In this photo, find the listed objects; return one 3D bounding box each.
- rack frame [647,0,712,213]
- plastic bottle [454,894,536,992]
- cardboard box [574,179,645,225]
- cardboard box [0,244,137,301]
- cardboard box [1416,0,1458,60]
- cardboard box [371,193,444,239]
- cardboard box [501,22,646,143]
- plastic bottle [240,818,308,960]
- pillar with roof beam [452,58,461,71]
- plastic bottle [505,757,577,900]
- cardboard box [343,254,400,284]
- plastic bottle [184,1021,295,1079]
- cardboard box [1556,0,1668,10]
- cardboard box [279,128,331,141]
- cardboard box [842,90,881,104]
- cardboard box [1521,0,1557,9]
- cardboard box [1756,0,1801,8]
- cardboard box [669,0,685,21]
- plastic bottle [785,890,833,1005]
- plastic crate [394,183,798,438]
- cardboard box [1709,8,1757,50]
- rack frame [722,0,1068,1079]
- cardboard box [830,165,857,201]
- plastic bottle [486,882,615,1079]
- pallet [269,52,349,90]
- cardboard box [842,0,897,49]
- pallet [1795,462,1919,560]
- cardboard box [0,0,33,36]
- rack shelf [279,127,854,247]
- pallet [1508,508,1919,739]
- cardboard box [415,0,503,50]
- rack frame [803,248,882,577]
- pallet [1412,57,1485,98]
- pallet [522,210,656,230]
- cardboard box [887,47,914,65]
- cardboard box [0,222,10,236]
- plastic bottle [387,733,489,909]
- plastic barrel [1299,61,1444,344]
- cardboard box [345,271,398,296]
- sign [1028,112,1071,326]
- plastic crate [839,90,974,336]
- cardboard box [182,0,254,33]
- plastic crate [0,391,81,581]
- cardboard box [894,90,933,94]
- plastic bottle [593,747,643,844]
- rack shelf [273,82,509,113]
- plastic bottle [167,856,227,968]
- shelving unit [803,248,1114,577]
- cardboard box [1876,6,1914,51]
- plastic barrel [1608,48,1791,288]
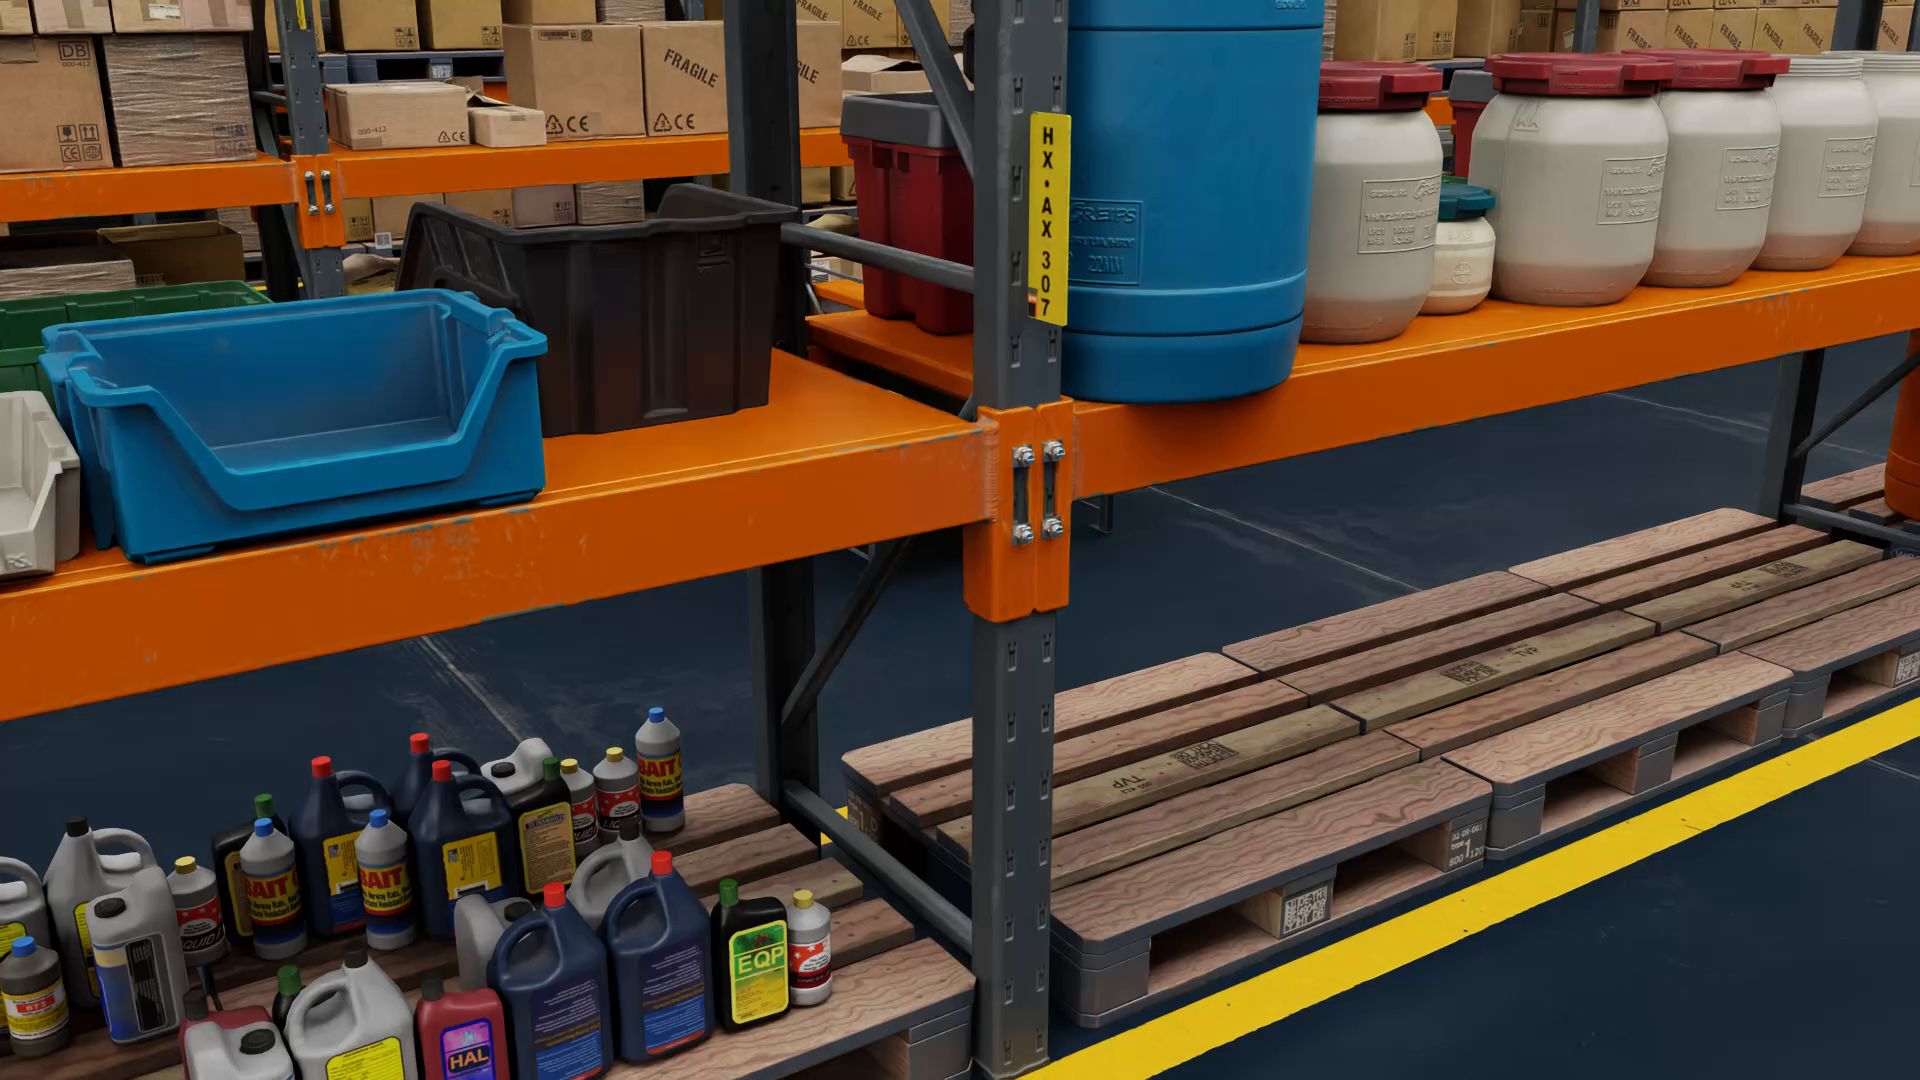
[{"bbox_3d":[-2.261,-3.879,13.034,0.127,3.000,1.000,-12,22,-31],"label":"rack frame"},{"bbox_3d":[-0.795,0.747,2.918,0.135,0.276,0.152,-12,22,-31],"label":"plastic bottle"},{"bbox_3d":[-2.834,-2.762,12.948,0.500,0.500,0.700,-12,22,-31],"label":"cardboard box"},{"bbox_3d":[-3.565,-0.876,6.620,0.500,0.500,0.500,-12,22,-31],"label":"cardboard box"},{"bbox_3d":[2.749,-3.344,10.639,0.500,0.500,0.700,-8,20,-23],"label":"cardboard box"},{"bbox_3d":[-4.144,-2.516,12.219,0.500,0.500,0.700,-12,22,-31],"label":"cardboard box"},{"bbox_3d":[-1.784,-2.121,7.679,0.500,0.500,0.500,-10,21,-28],"label":"cardboard box"},{"bbox_3d":[-1.315,0.660,3.182,0.097,0.271,0.097,0,19,0],"label":"plastic bottle"},{"bbox_3d":[-1.455,-5.572,8.674,0.400,9.000,9.100,-12,22,-31],"label":"pillar with roof beam"},{"bbox_3d":[-0.856,0.586,3.383,0.133,0.283,0.061,-12,22,-31],"label":"plastic bottle"},{"bbox_3d":[-2.694,-1.160,7.754,0.500,0.311,0.500,-12,22,-31],"label":"cardboard box"},{"bbox_3d":[-1.100,0.866,2.564,0.135,0.276,0.152,-11,22,-30],"label":"plastic bottle"},{"bbox_3d":[4.355,-3.788,11.048,0.500,0.500,0.500,-11,22,-30],"label":"cardboard box"},{"bbox_3d":[-4.630,-2.766,11.789,0.500,0.250,0.500,-12,22,-33],"label":"cardboard box"},{"bbox_3d":[-0.568,-2.196,8.448,0.250,0.149,0.380,-10,21,-27],"label":"cardboard box"},{"bbox_3d":[4.087,-3.938,11.493,0.500,0.500,0.500,-12,22,-31],"label":"cardboard box"},{"bbox_3d":[5.646,-4.060,11.854,0.500,0.500,0.500,-11,22,-30],"label":"cardboard box"},{"bbox_3d":[-2.012,-4.230,13.422,0.500,0.500,0.500,-12,22,-31],"label":"cardboard box"},{"bbox_3d":[-0.285,0.740,3.054,0.097,0.201,0.097,0,19,0],"label":"plastic bottle"},{"bbox_3d":[-0.660,-0.437,2.950,0.504,0.338,0.767,-12,22,-31],"label":"plastic crate"},{"bbox_3d":[5.228,-3.502,11.763,0.500,0.500,0.500,-12,22,-32],"label":"cardboard box"},{"bbox_3d":[-0.153,-0.524,3.112,0.127,3.000,1.000,-12,22,-31],"label":"rack frame"},{"bbox_3d":[-0.840,-3.306,14.042,0.750,0.750,0.750,-12,22,-32],"label":"cardboard box"},{"bbox_3d":[-0.693,0.747,2.802,0.185,0.351,0.144,-13,23,-34],"label":"plastic bottle"},{"bbox_3d":[-4.884,-3.179,11.264,1.213,0.211,1.003,-12,22,-31],"label":"pallet"},{"bbox_3d":[-0.857,-4.270,13.541,0.500,0.500,0.500,-12,22,-32],"label":"cardboard box"},{"bbox_3d":[3.823,-0.058,6.086,1.213,0.211,1.003,-12,22,-31],"label":"pallet"},{"bbox_3d":[-3.627,-1.963,6.198,0.250,0.149,0.380,-12,22,-32],"label":"cardboard box"},{"bbox_3d":[-1.204,-1.861,8.190,4.000,0.370,1.077,-12,22,-31],"label":"rack shelf"},{"bbox_3d":[2.519,0.218,5.270,1.213,0.211,1.003,-12,22,-31],"label":"pallet"},{"bbox_3d":[-3.677,-3.824,12.028,0.500,0.500,0.700,-12,22,-31],"label":"cardboard box"},{"bbox_3d":[-0.419,-0.445,5.803,0.032,1.125,0.500,-12,22,-31],"label":"rack frame"},{"bbox_3d":[3.080,-3.056,10.902,1.213,0.211,1.003,-12,22,-31],"label":"pallet"},{"bbox_3d":[-2.915,-2.420,13.075,1.213,0.211,1.003,-12,22,-31],"label":"pallet"},{"bbox_3d":[-0.584,-4.038,13.867,0.250,0.149,0.380,-12,22,-31],"label":"cardboard box"},{"bbox_3d":[-6.447,-2.005,10.708,0.500,0.500,0.500,-14,23,-35],"label":"cardboard box"},{"bbox_3d":[-1.056,0.553,3.373,0.185,0.351,0.144,-11,22,-30],"label":"plastic bottle"},{"bbox_3d":[0.766,-0.698,3.415,0.433,0.535,0.433,0,19,0],"label":"plastic barrel"},{"bbox_3d":[-2.392,-1.018,7.334,0.500,0.311,0.500,-12,22,-31],"label":"cardboard box"},{"bbox_3d":[0.140,-0.506,2.627,0.005,0.325,0.100,-12,22,-31],"label":"sign"},{"bbox_3d":[0.083,-0.722,3.596,0.583,0.464,0.402,-12,22,-31],"label":"plastic crate"},{"bbox_3d":[-2.984,-2.099,6.602,0.250,0.149,0.380,-12,22,-31],"label":"cardboard box"},{"bbox_3d":[-1.370,-0.046,2.108,0.437,0.136,0.530,-12,22,-31],"label":"plastic crate"},{"bbox_3d":[-0.133,-2.203,8.470,0.250,0.149,0.380,-12,22,-31],"label":"cardboard box"},{"bbox_3d":[-0.745,0.550,3.617,0.097,0.201,0.097,0,19,0],"label":"plastic bottle"},{"bbox_3d":[-3.931,-3.186,12.107,4.000,0.370,1.077,-12,22,-31],"label":"rack shelf"},{"bbox_3d":[-1.462,0.701,3.170,0.097,0.201,0.097,0,19,0],"label":"plastic bottle"},{"bbox_3d":[0.006,-0.534,6.068,1.048,1.125,0.538,-12,22,-31],"label":"shelving unit"},{"bbox_3d":[6.923,-3.859,12.820,0.500,0.500,0.500,-11,22,-30],"label":"cardboard box"},{"bbox_3d":[1.741,-0.904,4.023,0.433,0.535,0.433,0,19,0],"label":"plastic barrel"}]
